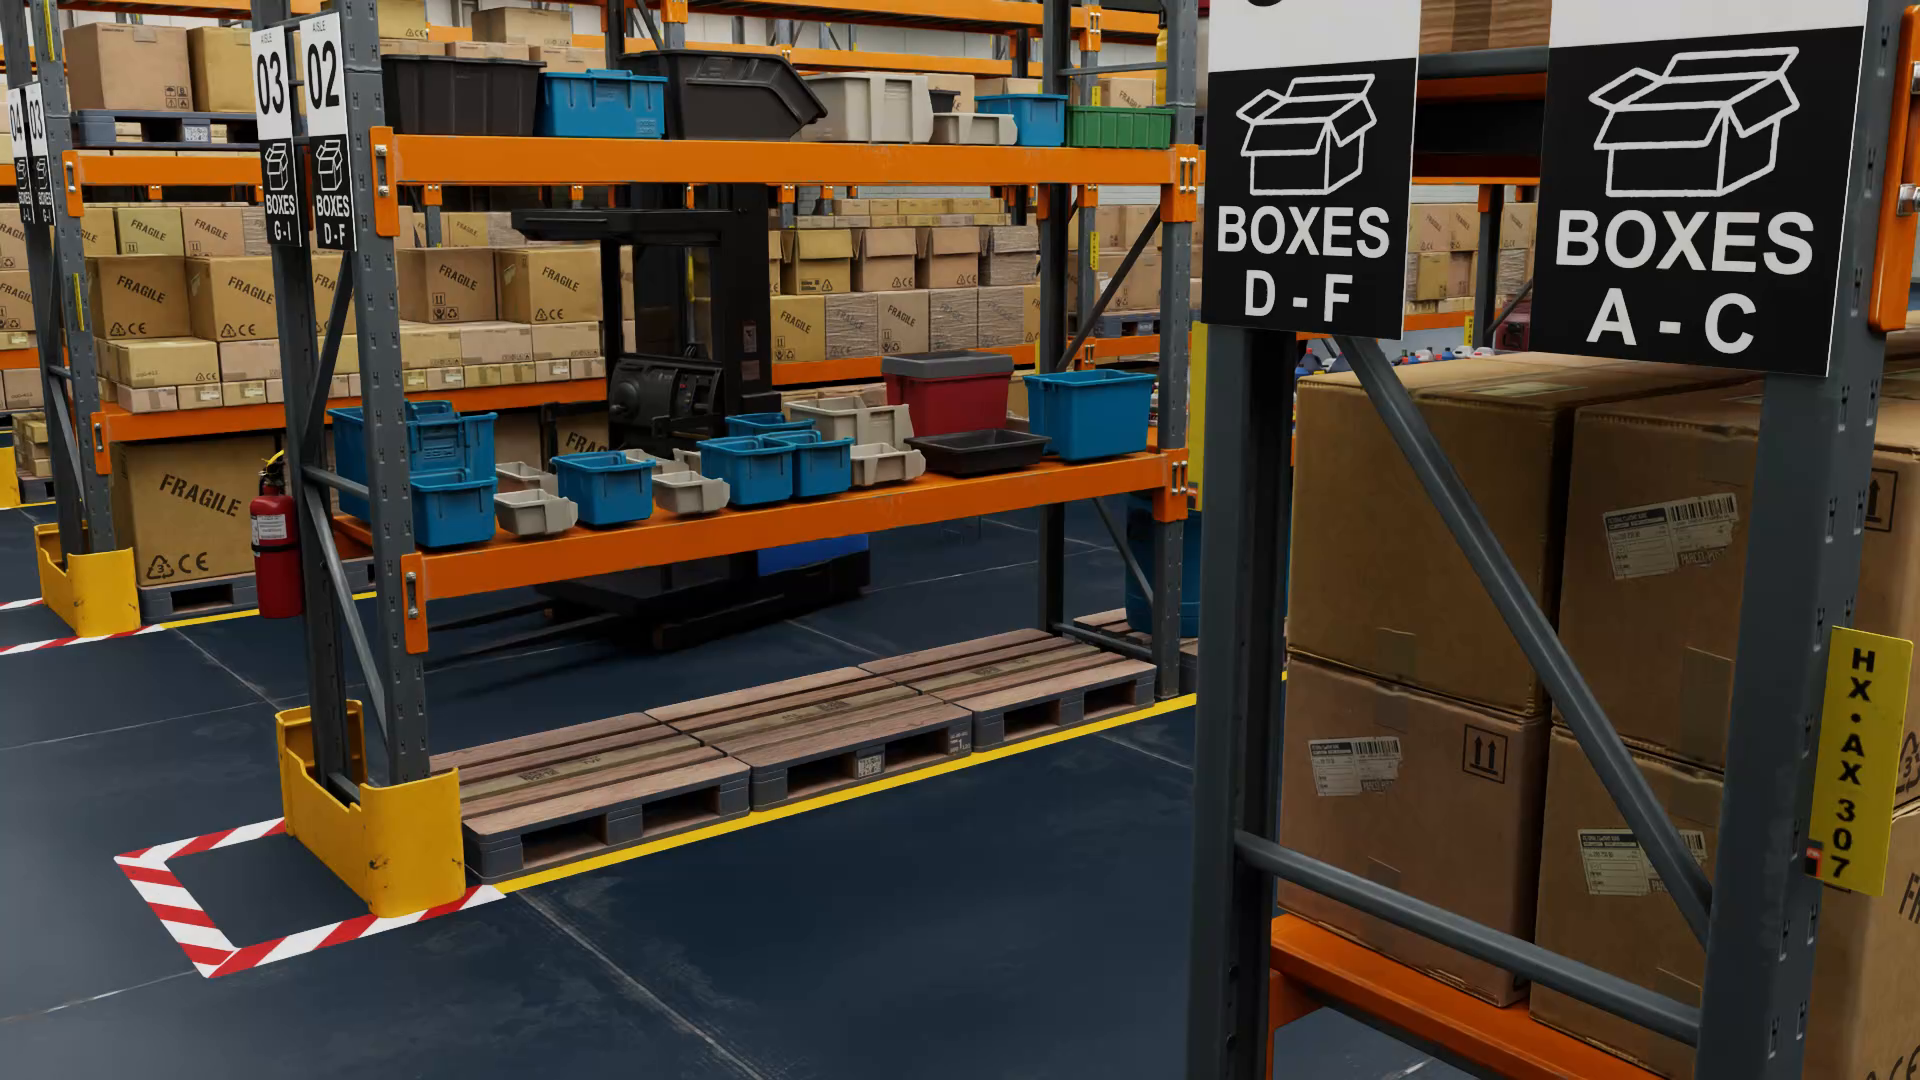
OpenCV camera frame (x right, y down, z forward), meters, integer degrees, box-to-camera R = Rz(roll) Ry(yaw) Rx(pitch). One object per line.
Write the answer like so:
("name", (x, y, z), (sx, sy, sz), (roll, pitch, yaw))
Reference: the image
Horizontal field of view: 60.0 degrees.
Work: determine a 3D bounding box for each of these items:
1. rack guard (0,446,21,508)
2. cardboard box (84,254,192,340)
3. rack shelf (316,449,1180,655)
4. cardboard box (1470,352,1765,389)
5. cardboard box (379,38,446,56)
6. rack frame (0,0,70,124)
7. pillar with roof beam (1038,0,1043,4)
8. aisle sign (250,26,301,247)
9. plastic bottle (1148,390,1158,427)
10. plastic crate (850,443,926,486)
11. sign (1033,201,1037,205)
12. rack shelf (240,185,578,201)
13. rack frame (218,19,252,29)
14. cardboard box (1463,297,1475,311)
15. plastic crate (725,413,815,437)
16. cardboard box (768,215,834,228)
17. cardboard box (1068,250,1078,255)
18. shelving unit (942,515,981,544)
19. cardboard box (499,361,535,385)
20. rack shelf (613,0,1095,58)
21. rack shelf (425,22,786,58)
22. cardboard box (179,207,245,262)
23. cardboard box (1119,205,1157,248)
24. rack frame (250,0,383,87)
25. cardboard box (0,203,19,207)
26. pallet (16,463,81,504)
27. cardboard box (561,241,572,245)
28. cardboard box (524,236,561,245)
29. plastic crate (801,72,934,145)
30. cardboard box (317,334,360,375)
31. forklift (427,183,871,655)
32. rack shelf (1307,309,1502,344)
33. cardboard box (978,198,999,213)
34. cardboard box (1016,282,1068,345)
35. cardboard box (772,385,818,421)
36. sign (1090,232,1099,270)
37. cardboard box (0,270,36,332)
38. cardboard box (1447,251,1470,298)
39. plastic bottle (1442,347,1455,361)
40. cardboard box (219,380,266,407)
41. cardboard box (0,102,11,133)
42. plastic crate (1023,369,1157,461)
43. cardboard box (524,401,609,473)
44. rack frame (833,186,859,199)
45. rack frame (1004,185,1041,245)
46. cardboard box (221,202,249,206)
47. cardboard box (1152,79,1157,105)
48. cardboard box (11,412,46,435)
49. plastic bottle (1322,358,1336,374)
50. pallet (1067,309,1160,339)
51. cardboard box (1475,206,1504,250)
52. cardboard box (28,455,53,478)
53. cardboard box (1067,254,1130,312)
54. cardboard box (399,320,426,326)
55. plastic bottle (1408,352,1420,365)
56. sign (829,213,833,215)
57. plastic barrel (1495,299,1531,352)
("rack guard", (-8.386, -0.605, 14.273), (0.348, 0.500, 1.175), (-9, 15, -38))
("cardboard box", (-5.210, -1.545, 10.522), (0.500, 0.500, 0.500), (-9, 15, -37))
("rack shelf", (-0.770, -0.104, 7.630), (4.000, 0.370, 1.077), (-9, 15, -38))
("cardboard box", (1.329, -0.099, 3.224), (0.500, 0.500, 0.500), (-9, 15, -36))
("cardboard box", (-3.796, -3.064, 11.124), (0.500, 0.500, 0.700), (-9, 15, -35))
("rack frame", (-5.426, -3.935, 9.493), (0.127, 3.000, 1.000), (-9, 15, -38))
("pillar with roof beam", (4.041, -8.559, 31.270), (0.548, 9.000, 9.100), (-9, 15, -38))
("aisle sign", (-2.571, -1.506, 6.243), (0.004, 0.787, 0.394), (-9, 15, -38))
("plastic bottle", (1.113, -0.749, 9.413), (0.097, 0.201, 0.097), (0, 12, 0))
("plastic crate", (-0.380, -0.341, 7.505), (0.466, 0.136, 0.293), (-9, 15, -38))
("sign", (1.208, -5.312, 26.874), (0.005, 0.325, 0.100), (-9, 15, -38))
("rack shelf", (-6.932, -4.501, 21.116), (4.000, 0.370, 1.077), (-9, 15, -38))
("rack frame", (-8.493, -6.061, 19.507), (0.127, 3.000, 1.000), (-9, 15, -38))
("cardboard box", (5.463, -2.610, 18.304), (0.250, 0.149, 0.380), (-9, 15, -38))
("plastic crate", (-0.888, -0.452, 7.795), (0.300, 0.233, 0.416), (-9, 15, -38))
("cardboard box", (-1.842, -3.450, 19.008), (0.500, 0.500, 0.700), (-10, 15, -38))
("cardboard box", (1.205, -3.498, 21.519), (0.550, 0.550, 0.875), (-9, 15, -38))
("shelving unit", (0.011, -0.589, 12.513), (0.189, 1.200, 0.258), (-9, 15, -38))
("cardboard box", (-3.139, -1.170, 11.521), (0.250, 0.149, 0.380), (-9, 15, -37))
("rack shelf", (-0.741, -4.166, 13.276), (4.000, 0.370, 1.077), (-9, 15, -38))
("rack shelf", (-3.760, -4.983, 17.126), (4.000, 0.370, 1.077), (-9, 15, -38))
("cardboard box", (-6.723, -2.713, 14.821), (0.500, 0.500, 0.500), (-10, 16, -39))
("cardboard box", (2.099, -4.157, 22.021), (0.550, 0.550, 0.875), (-9, 15, -38))
("rack frame", (-2.332, -3.131, 5.710), (0.127, 3.000, 1.000), (-9, 15, -38))
("cardboard box", (-10.366, -3.604, 18.171), (0.250, 0.149, 0.380), (-9, 15, -37))
("pallet", (-7.730, -0.563, 14.772), (1.213, 0.211, 1.003), (-9, 15, -38))
("cardboard box", (-5.189, -4.149, 22.980), (0.500, 0.500, 0.500), (-10, 16, -39))
("cardboard box", (-5.610, -4.074, 21.945), (0.500, 0.500, 0.500), (-10, 16, -39))
("plastic crate", (-0.408, -1.843, 7.152), (0.530, 0.282, 0.437), (-9, 15, -38))
("cardboard box", (-4.086, -1.224, 10.815), (0.500, 0.250, 0.500), (-10, 16, -40))
("forklift", (-1.903, -0.904, 9.832), (1.130, 2.935, 3.031), (9, 15, 38))
("rack shelf", (5.506, -2.465, 18.746), (4.000, 0.370, 1.077), (-9, 15, -38))
("cardboard box", (0.215, -5.201, 26.536), (0.500, 0.500, 0.700), (-9, 15, -37))
("cardboard box", (0.590, -1.983, 14.504), (0.500, 0.500, 0.500), (-9, 15, -36))
("cardboard box", (-1.815, -0.771, 13.144), (0.875, 0.875, 1.225), (-9, 15, -37))
("sign", (1.170, -2.515, 14.463), (0.005, 0.325, 0.100), (-9, 15, -38))
("cardboard box", (-7.922, -2.025, 13.989), (0.500, 0.500, 0.500), (-9, 15, -35))
("cardboard box", (5.074, -2.940, 18.297), (0.500, 0.500, 0.875), (-9, 15, -38))
("plastic bottle", (3.268, -1.157, 11.168), (0.097, 0.271, 0.097), (0, 12, 0))
("cardboard box", (-4.543, -0.936, 10.422), (0.250, 0.149, 0.380), (-10, 16, -39))
("cardboard box", (-7.933, -3.472, 13.695), (0.500, 0.250, 0.500), (-9, 15, -37))
("plastic crate", (0.640, -0.621, 8.227), (0.575, 0.384, 0.392), (-9, 15, -38))
("cardboard box", (-2.868, -0.612, 12.396), (0.875, 0.875, 0.875), (-9, 15, -38))
("rack frame", (-2.227, -5.488, 31.252), (0.127, 3.000, 1.000), (-9, 15, -38))
("rack frame", (0.925, -3.375, 21.300), (0.127, 3.000, 1.000), (-9, 15, -38))
("cardboard box", (-8.535, -3.890, 19.517), (0.250, 0.149, 0.380), (-10, 15, -39))
("cardboard box", (1.747, -3.883, 15.029), (0.500, 0.500, 0.500), (-9, 15, -37))
("cardboard box", (-8.190, -1.029, 14.674), (0.250, 0.149, 0.380), (-9, 15, -37))
("plastic bottle", (2.292, -0.990, 10.370), (0.135, 0.276, 0.152), (-9, 15, -38))
("pallet", (1.311, -2.054, 15.542), (1.003, 0.211, 1.213), (-9, 15, -38))
("cardboard box", (5.618, -3.454, 18.311), (0.500, 0.500, 0.500), (-9, 15, -38))
("cardboard box", (-7.836, -0.644, 14.295), (0.250, 0.149, 0.380), (-9, 15, -37))
("cardboard box", (1.218, -2.369, 15.312), (0.500, 0.500, 0.500), (11, 16, 43))
("cardboard box", (-4.015, -1.378, 11.542), (0.500, 0.250, 0.500), (-9, 15, -38))
("plastic bottle", (2.944, -1.088, 10.838), (0.097, 0.271, 0.097), (0, 12, 0))
("sign", (-1.897, -4.641, 24.477), (0.005, 0.325, 0.100), (-9, 15, -38))
("plastic barrel", (4.088, -1.411, 11.723), (0.708, 0.536, 0.600), (-9, 15, -38))
